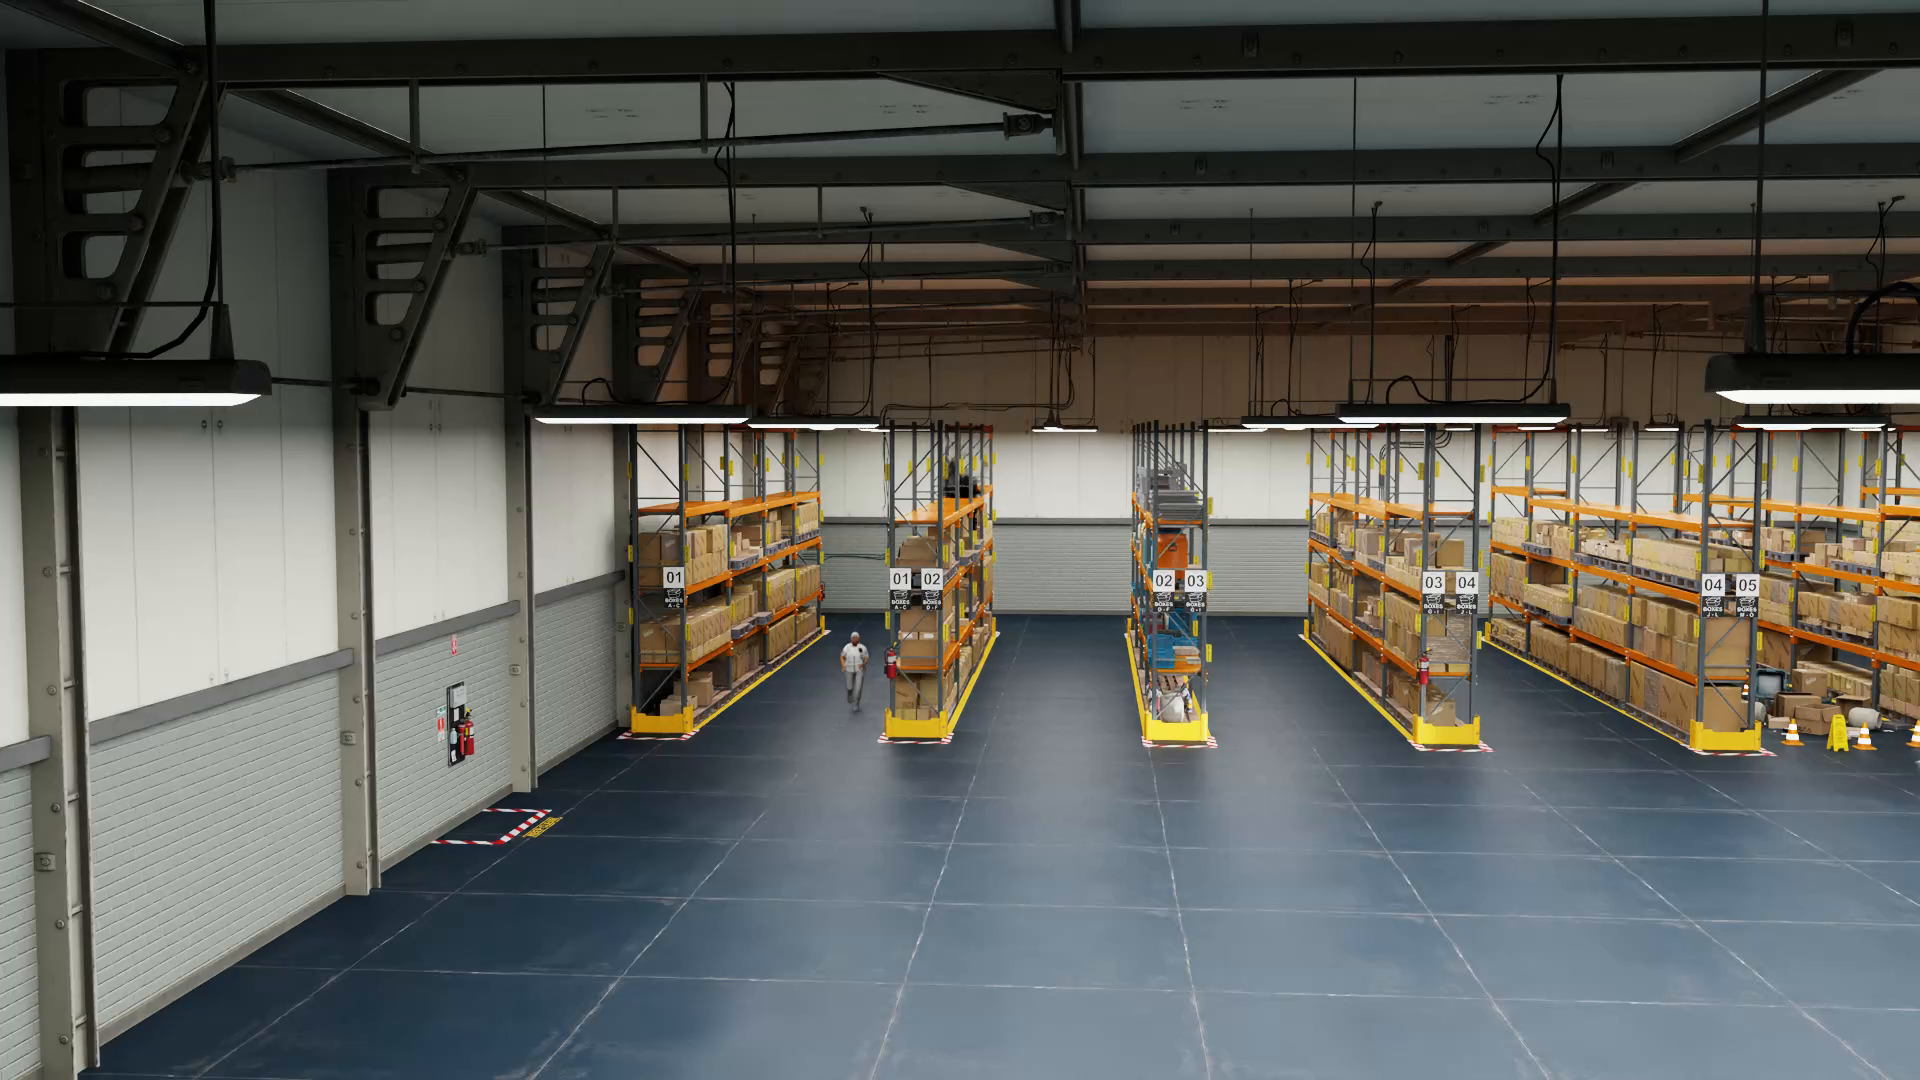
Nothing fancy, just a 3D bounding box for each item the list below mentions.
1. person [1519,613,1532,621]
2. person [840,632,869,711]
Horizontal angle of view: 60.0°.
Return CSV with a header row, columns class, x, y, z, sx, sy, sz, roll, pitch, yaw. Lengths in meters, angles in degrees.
class,x,y,z,sx,sy,sz,roll,pitch,yaw
person,16.197,1.910,47.438,0.569,1.603,0.855,2,4,33
person,-2.189,2.731,34.573,0.608,1.623,0.549,0,4,-2
